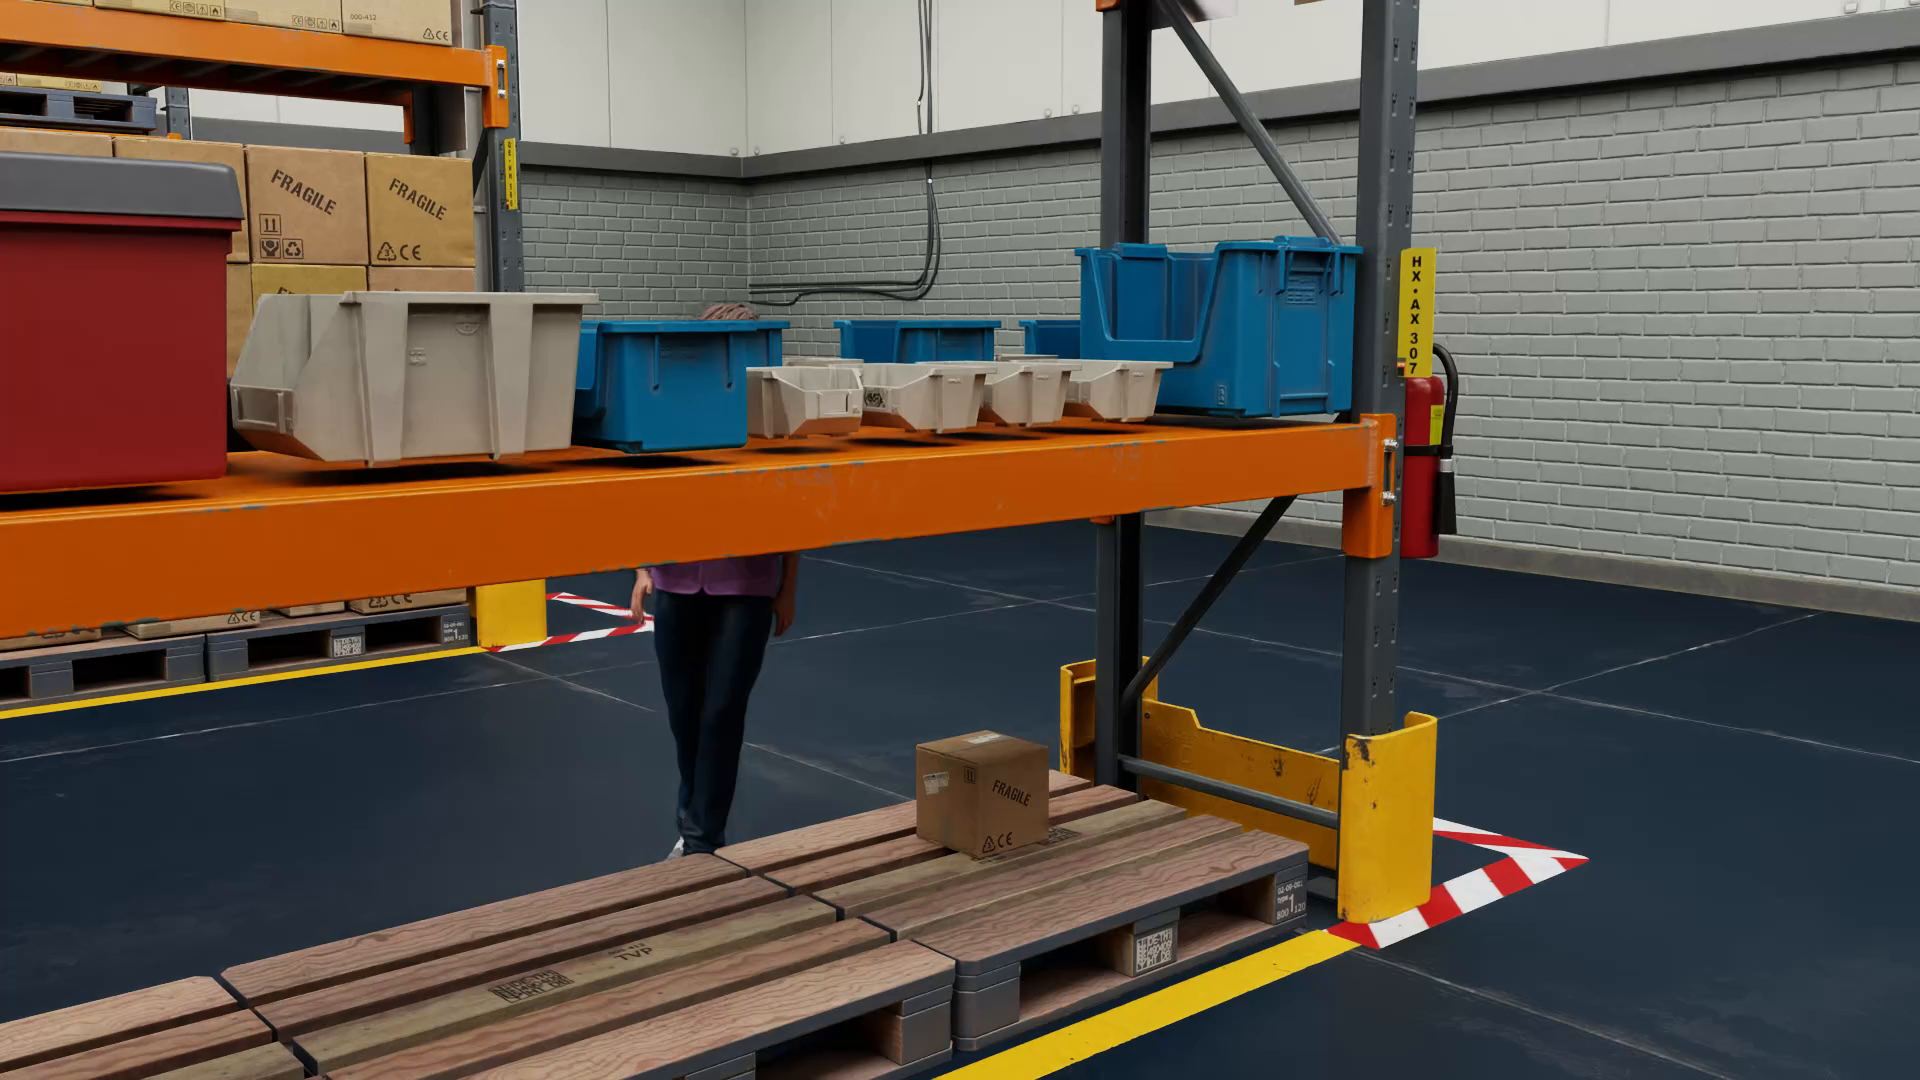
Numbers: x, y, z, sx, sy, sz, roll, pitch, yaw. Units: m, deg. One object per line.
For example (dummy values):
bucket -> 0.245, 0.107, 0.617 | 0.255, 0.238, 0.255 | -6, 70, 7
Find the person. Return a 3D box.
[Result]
person -> -0.663, 0.174, 4.495 | 0.440, 1.613, 0.539 | 1, 8, 6
